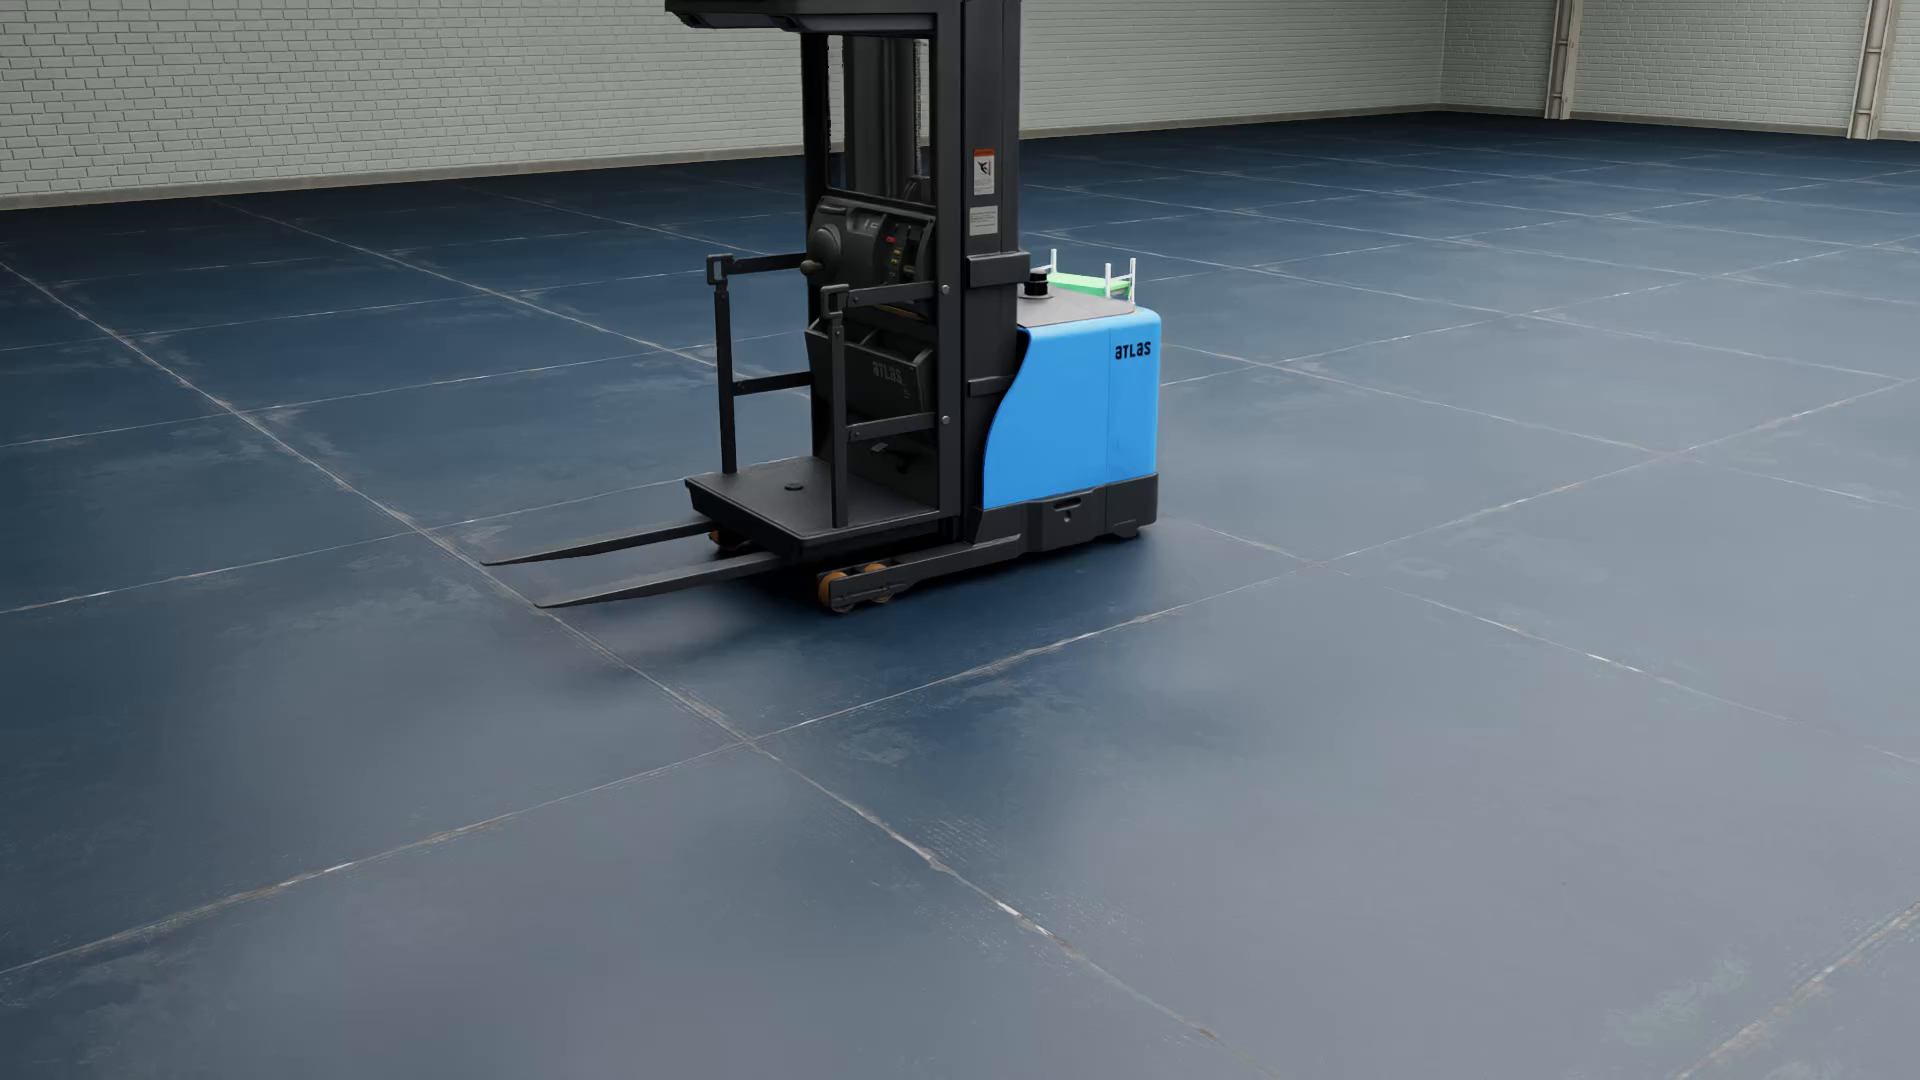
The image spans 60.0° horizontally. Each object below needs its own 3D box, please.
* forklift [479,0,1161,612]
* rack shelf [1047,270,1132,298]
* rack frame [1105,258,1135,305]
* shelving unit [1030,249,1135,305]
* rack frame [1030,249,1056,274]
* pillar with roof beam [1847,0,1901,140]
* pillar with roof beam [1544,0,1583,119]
[{"bbox_3d":[-0.561,-1.279,7.061,3.031,2.935,1.130,-12,22,-33],"label":"forklift"},{"bbox_3d":[0.603,-1.248,8.400,0.480,0.148,0.258,14,23,37],"label":"rack shelf"},{"bbox_3d":[0.792,-0.805,8.384,0.015,1.200,0.240,14,23,37],"label":"rack frame"},{"bbox_3d":[0.603,-0.853,8.530,0.503,1.200,0.258,14,23,37],"label":"shelving unit"},{"bbox_3d":[0.414,-0.902,8.677,0.015,1.200,0.240,14,23,37],"label":"rack frame"},{"bbox_3d":[12.395,-10.454,25.117,9.100,9.000,0.400,-14,23,-36],"label":"pillar with roof beam"},{"bbox_3d":[8.670,-11.932,29.582,9.100,9.000,0.400,-14,23,-36],"label":"pillar with roof beam"}]
